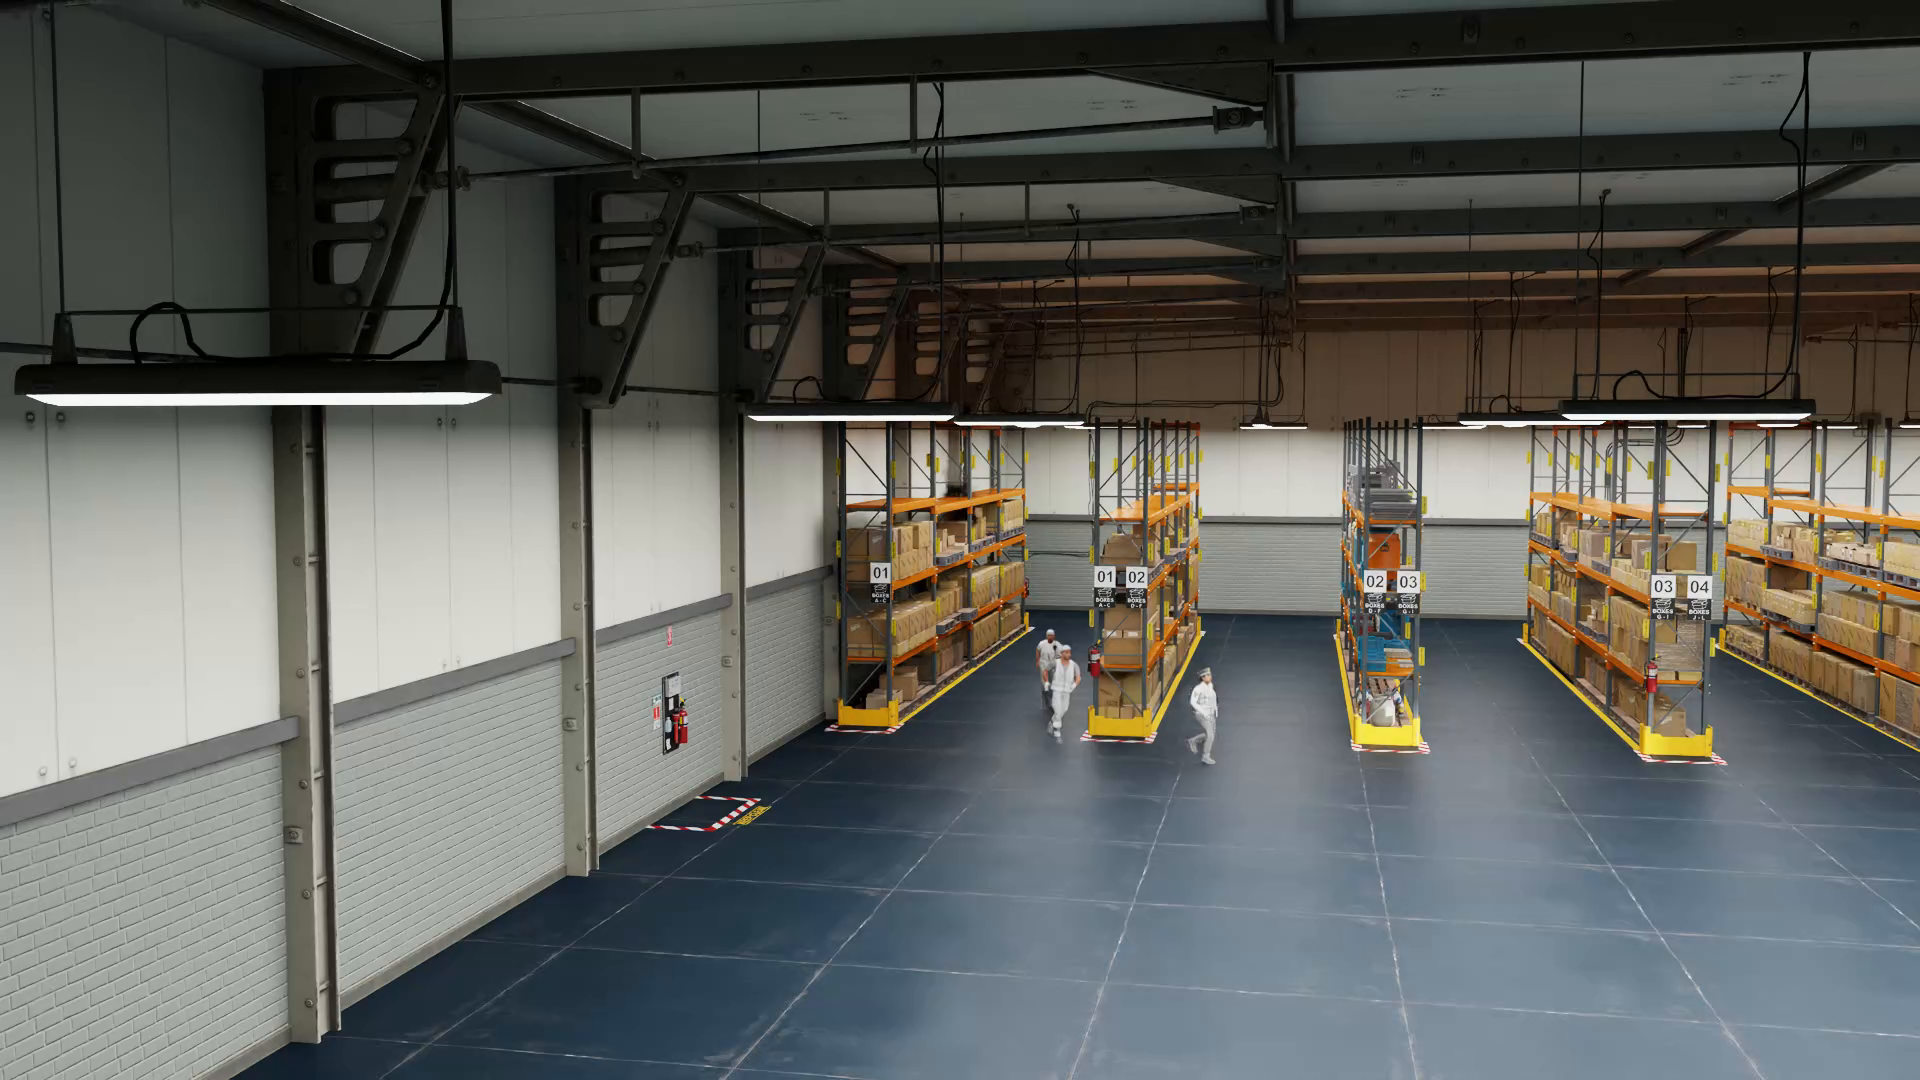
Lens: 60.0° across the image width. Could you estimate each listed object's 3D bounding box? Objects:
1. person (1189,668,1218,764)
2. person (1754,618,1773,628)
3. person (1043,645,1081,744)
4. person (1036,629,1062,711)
[{"bbox_3d":[4.202,3.027,28.897,0.609,1.659,0.648,3,5,42],"label":"person"},{"bbox_3d":[21.919,1.980,45.132,0.956,1.678,0.495,-2,4,-28],"label":"person"},{"bbox_3d":[1.898,2.839,30.909,0.698,1.770,0.843,-1,4,-15],"label":"person"},{"bbox_3d":[1.849,2.681,34.239,0.570,1.705,0.783,0,4,3],"label":"person"}]
